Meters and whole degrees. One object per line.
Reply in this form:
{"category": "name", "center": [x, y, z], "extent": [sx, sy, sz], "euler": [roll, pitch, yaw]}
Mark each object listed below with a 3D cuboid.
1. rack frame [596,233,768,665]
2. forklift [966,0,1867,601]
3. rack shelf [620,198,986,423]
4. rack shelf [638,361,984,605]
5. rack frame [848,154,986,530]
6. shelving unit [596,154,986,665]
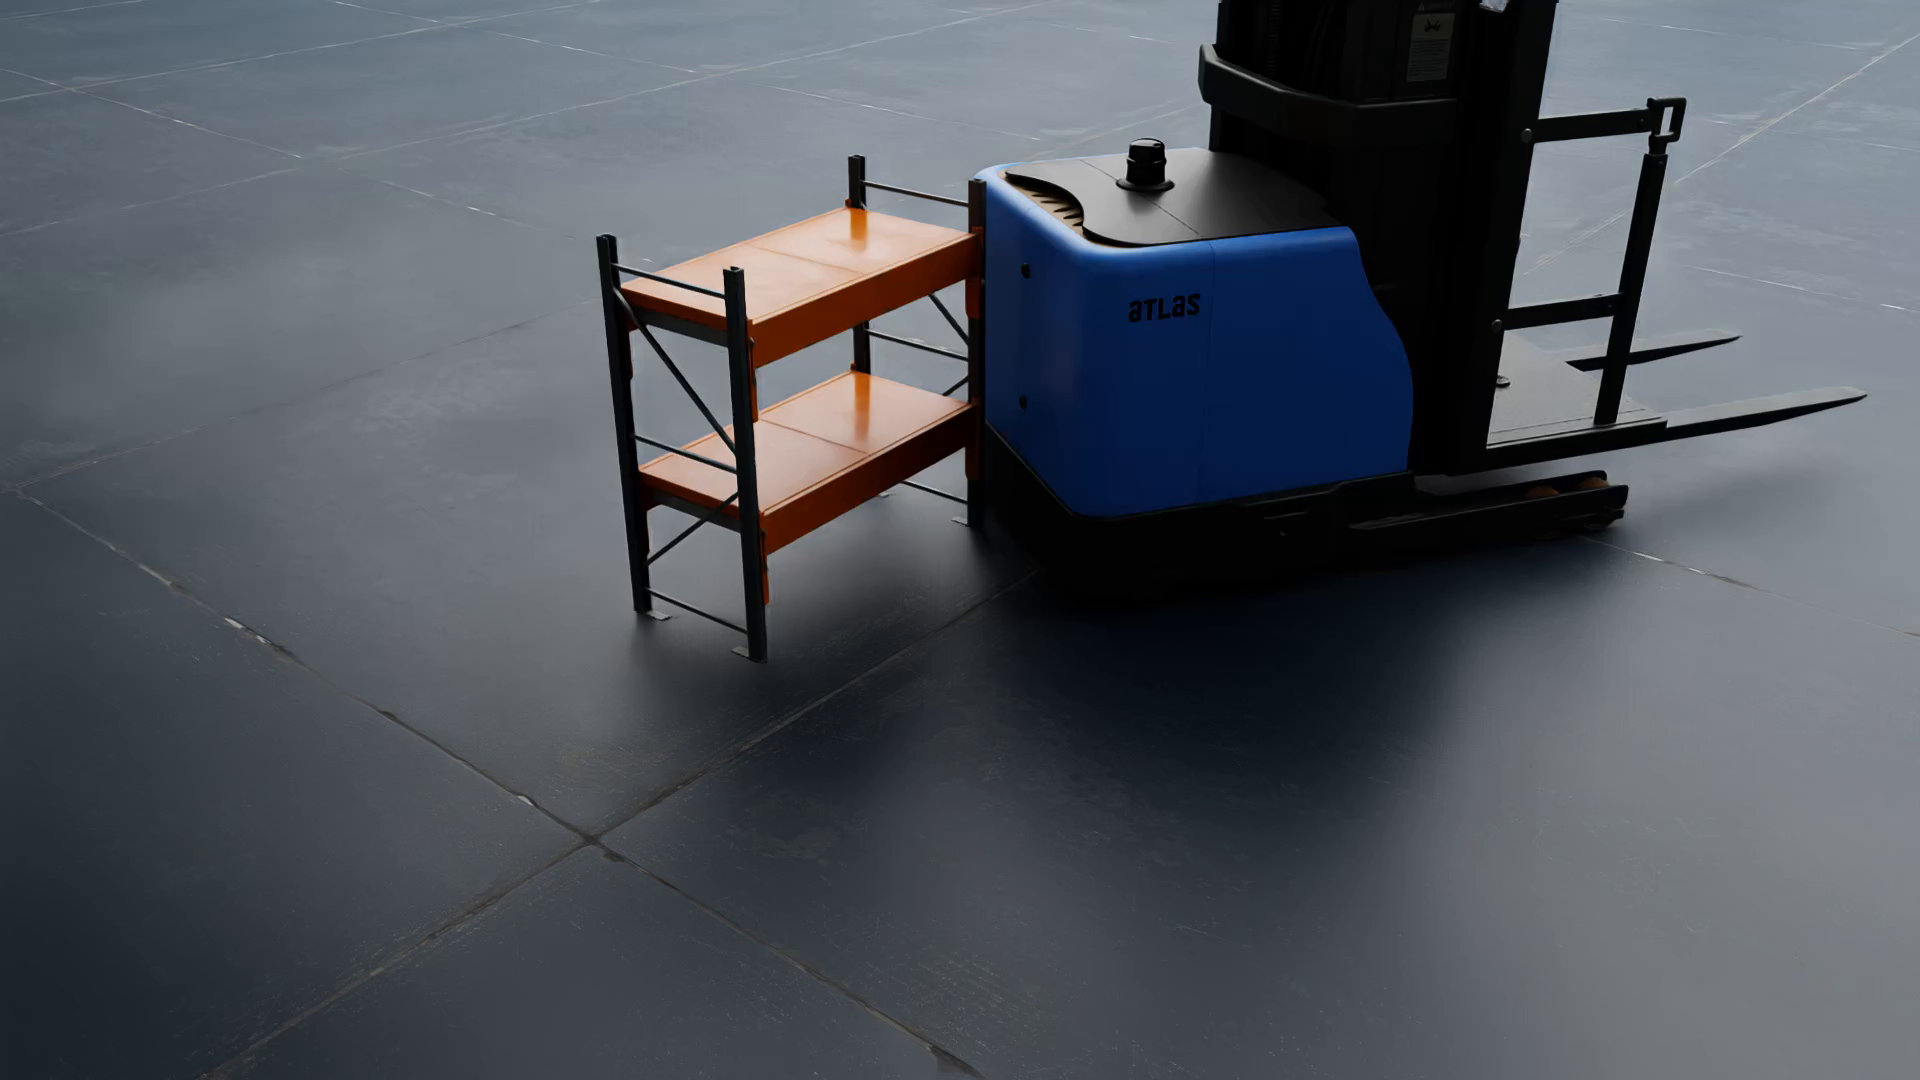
{"category": "rack frame", "center": [-0.741, -0.230, 4.471], "extent": [0.500, 1.125, 0.032], "euler": [19, 33, 32]}
{"category": "forklift", "center": [1.594, -1.522, 5.003], "extent": [3.031, 2.935, 1.130], "euler": [-9, 29, -17]}
{"category": "rack shelf", "center": [-0.436, -0.678, 4.698], "extent": [0.538, 0.278, 1.000], "euler": [19, 33, 32]}
{"category": "rack shelf", "center": [-0.436, -0.200, 4.945], "extent": [0.538, 0.278, 1.000], "euler": [19, 33, 32]}
{"category": "rack frame", "center": [-0.132, -0.605, 5.195], "extent": [0.500, 1.125, 0.032], "euler": [19, 33, 32]}
{"category": "shelving unit", "center": [-0.436, -0.418, 4.833], "extent": [0.538, 1.125, 1.048], "euler": [19, 33, 32]}
